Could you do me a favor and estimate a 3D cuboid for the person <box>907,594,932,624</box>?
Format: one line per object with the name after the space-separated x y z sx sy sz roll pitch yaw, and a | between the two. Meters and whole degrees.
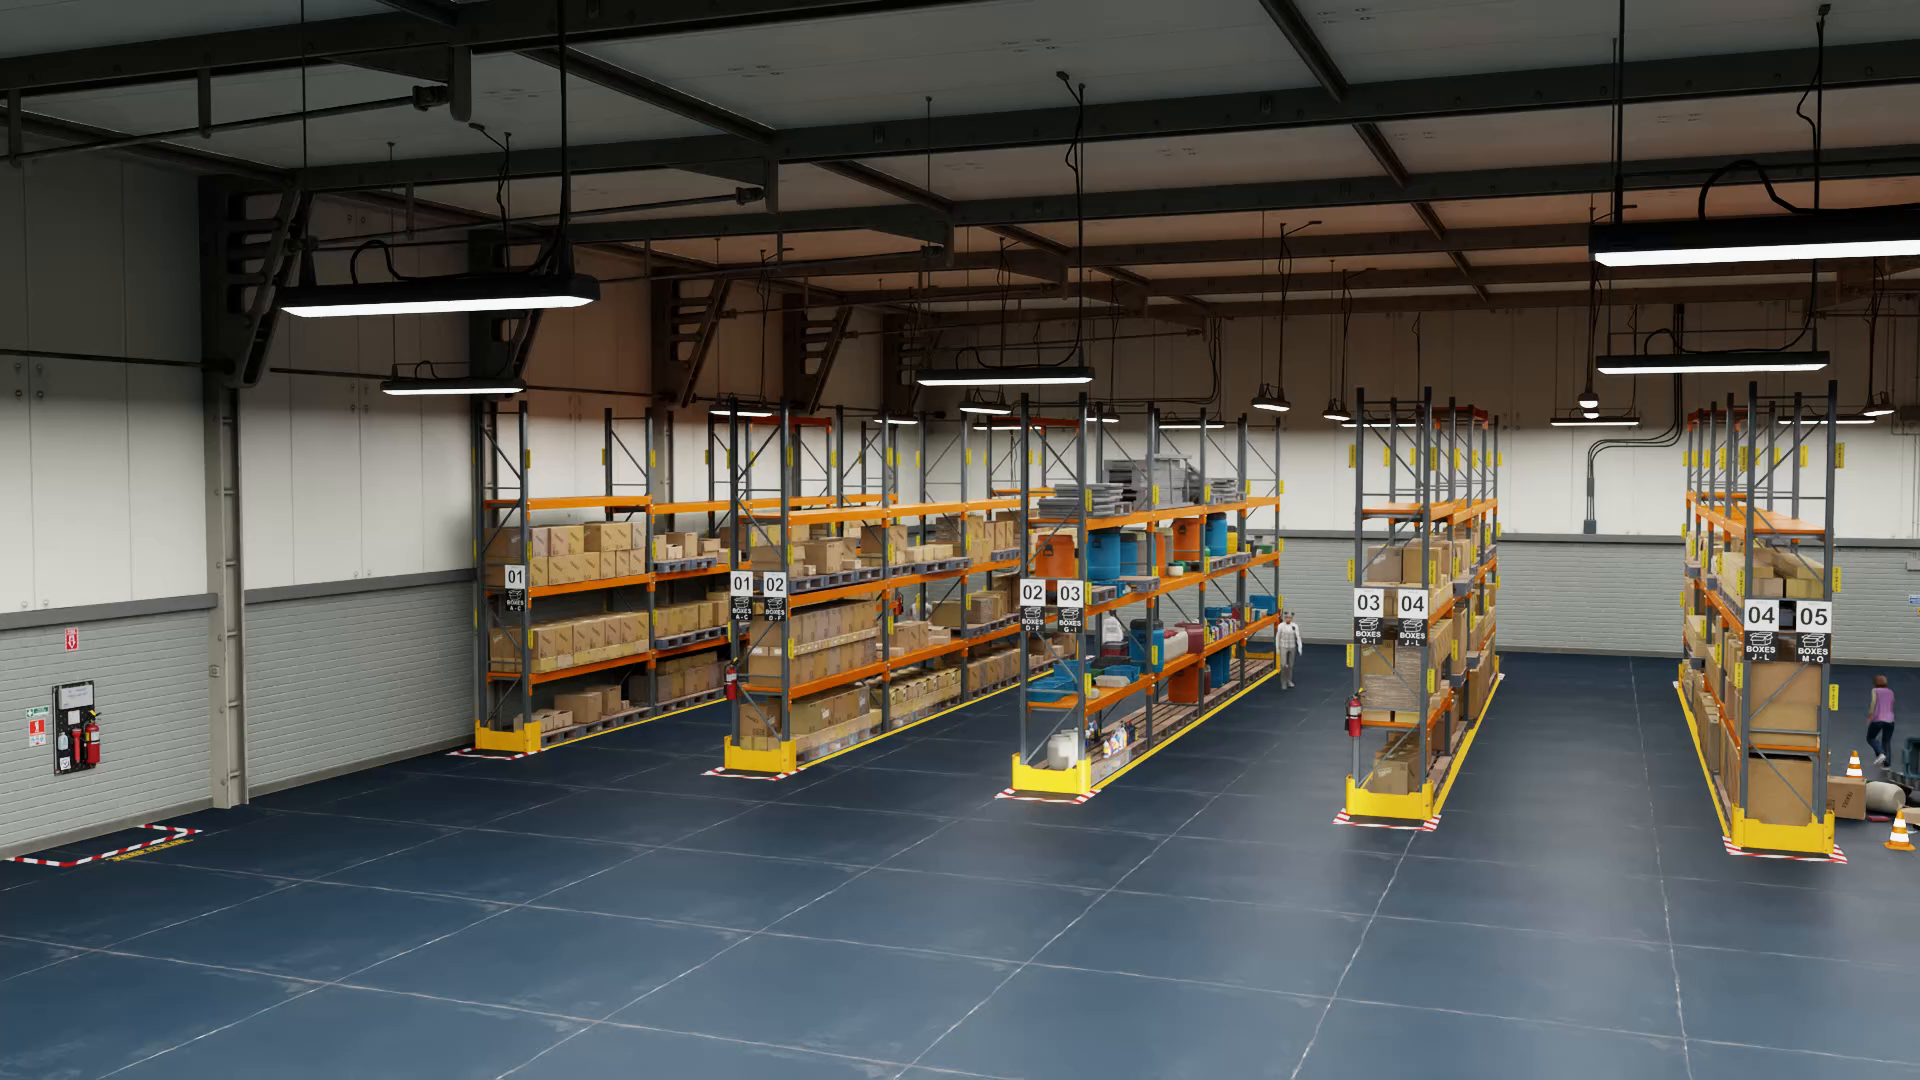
-0.972 2.158 41.271 0.664 1.686 0.615 1 3 28 | person

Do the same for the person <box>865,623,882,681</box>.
-1.820 2.482 35.347 0.571 1.631 0.557 1 3 11 | person

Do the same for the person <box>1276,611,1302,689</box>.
7.193 2.423 36.362 0.542 1.746 0.476 0 3 3 | person

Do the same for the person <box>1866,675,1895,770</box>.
14.909 2.949 26.935 0.486 1.494 0.702 1 3 11 | person

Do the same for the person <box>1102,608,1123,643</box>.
3.429 2.337 37.604 0.517 1.679 0.453 2 3 33 | person
